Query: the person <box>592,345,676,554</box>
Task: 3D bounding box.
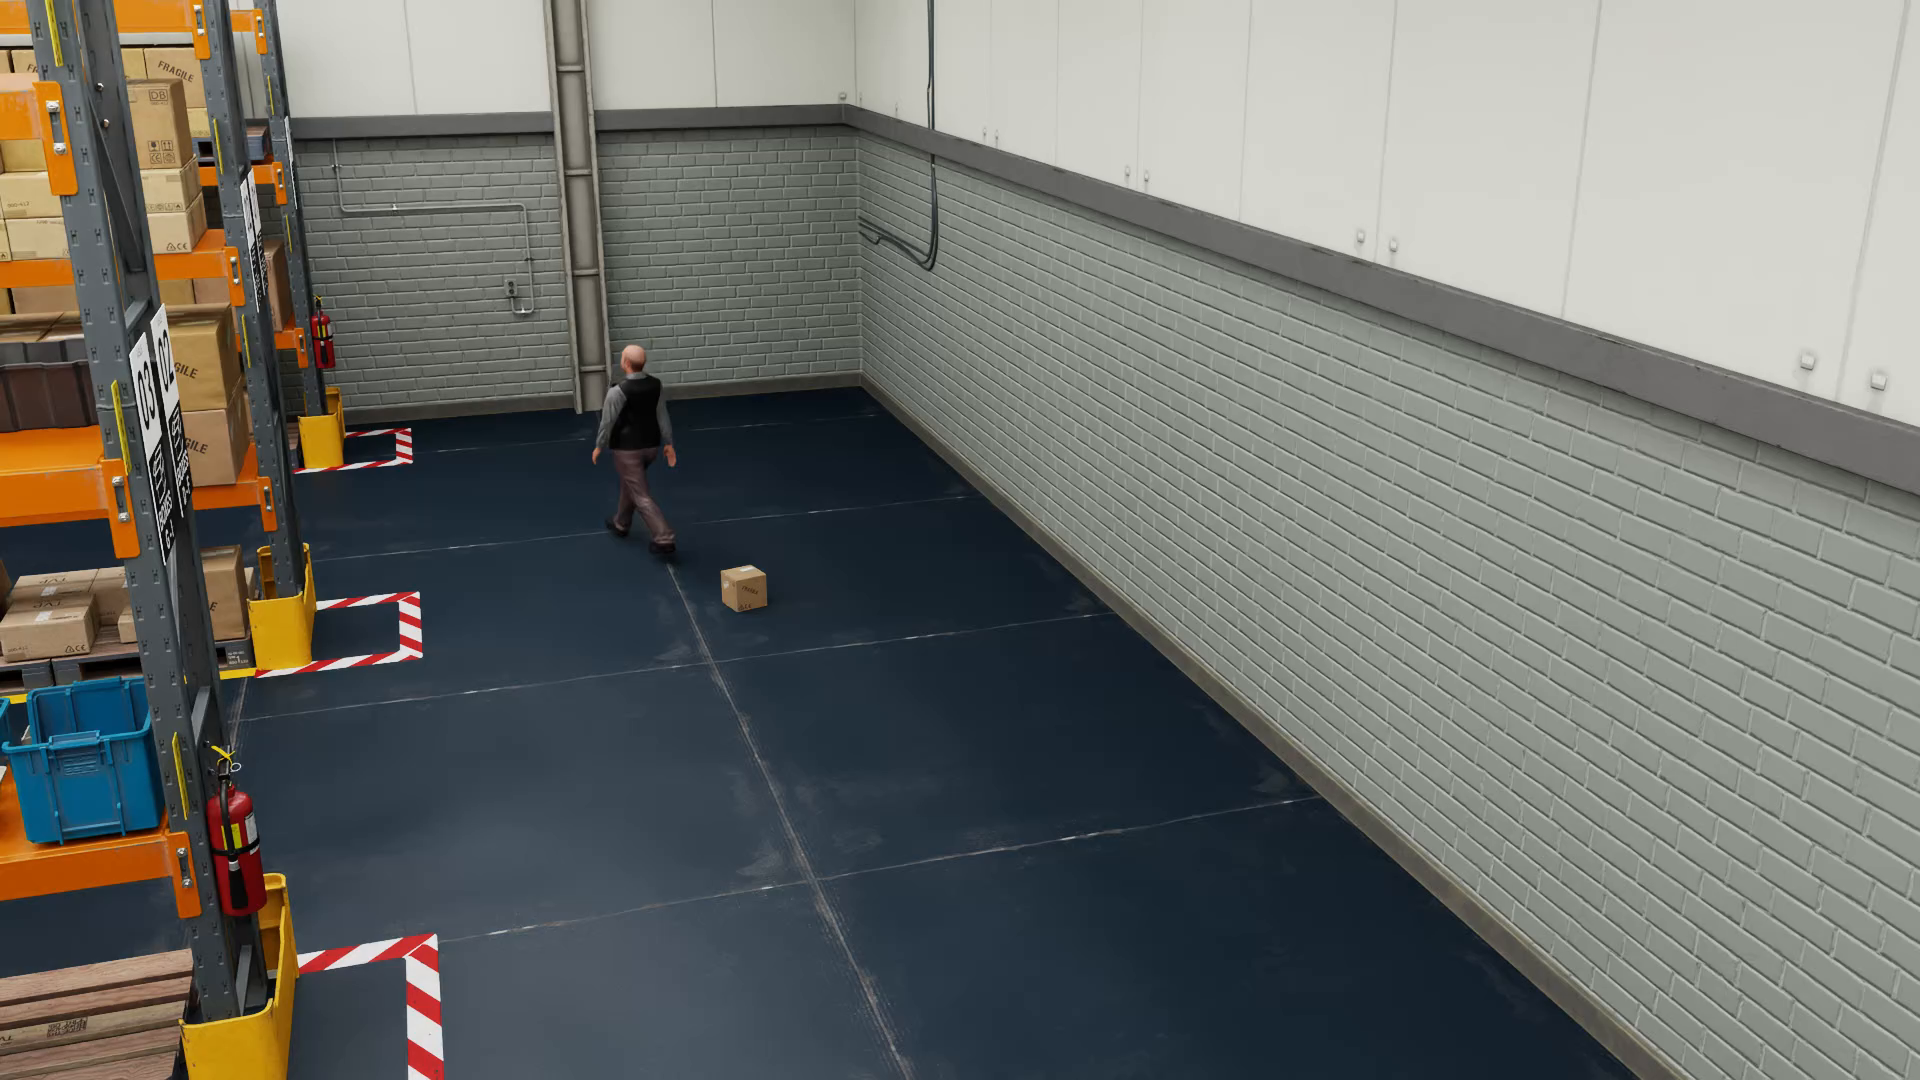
[{"bbox_3d":[-2.625,-0.739,13.264,1.064,1.670,0.564,14,23,34],"label":"person"}]
